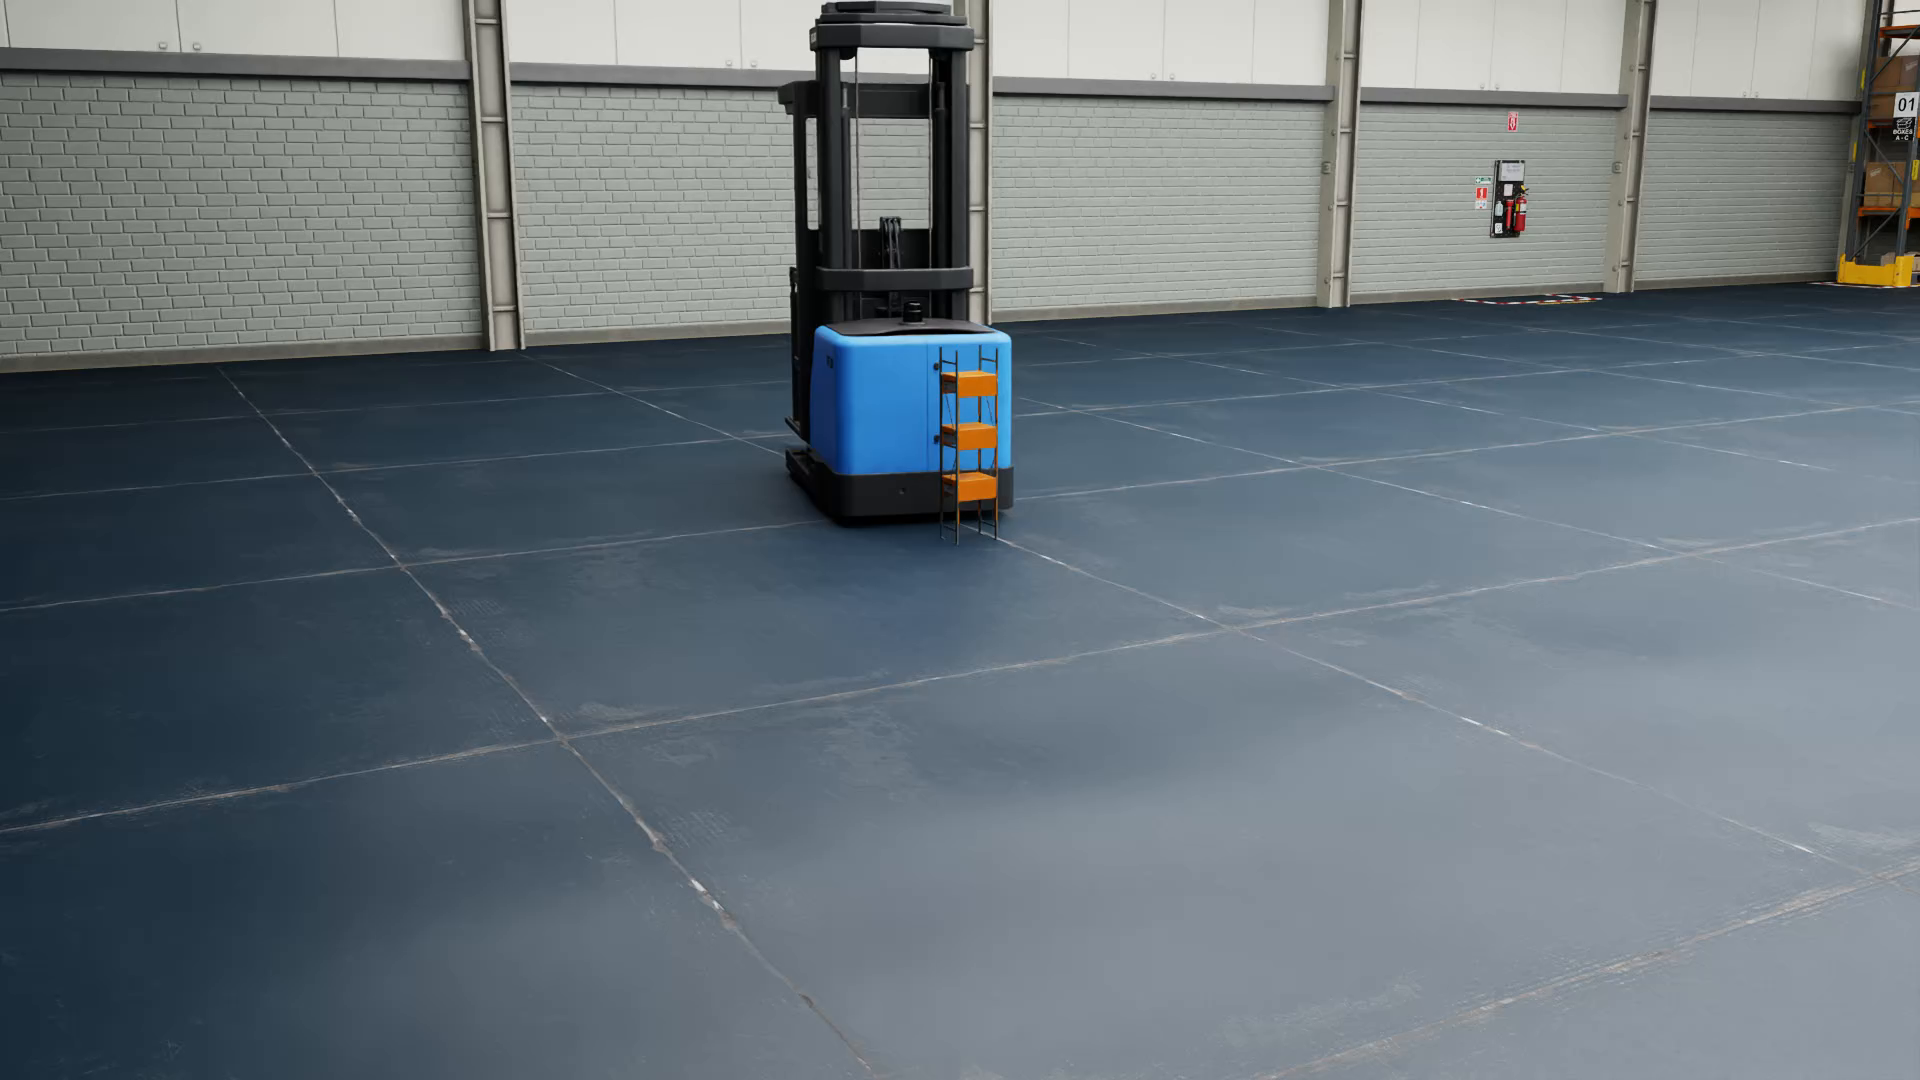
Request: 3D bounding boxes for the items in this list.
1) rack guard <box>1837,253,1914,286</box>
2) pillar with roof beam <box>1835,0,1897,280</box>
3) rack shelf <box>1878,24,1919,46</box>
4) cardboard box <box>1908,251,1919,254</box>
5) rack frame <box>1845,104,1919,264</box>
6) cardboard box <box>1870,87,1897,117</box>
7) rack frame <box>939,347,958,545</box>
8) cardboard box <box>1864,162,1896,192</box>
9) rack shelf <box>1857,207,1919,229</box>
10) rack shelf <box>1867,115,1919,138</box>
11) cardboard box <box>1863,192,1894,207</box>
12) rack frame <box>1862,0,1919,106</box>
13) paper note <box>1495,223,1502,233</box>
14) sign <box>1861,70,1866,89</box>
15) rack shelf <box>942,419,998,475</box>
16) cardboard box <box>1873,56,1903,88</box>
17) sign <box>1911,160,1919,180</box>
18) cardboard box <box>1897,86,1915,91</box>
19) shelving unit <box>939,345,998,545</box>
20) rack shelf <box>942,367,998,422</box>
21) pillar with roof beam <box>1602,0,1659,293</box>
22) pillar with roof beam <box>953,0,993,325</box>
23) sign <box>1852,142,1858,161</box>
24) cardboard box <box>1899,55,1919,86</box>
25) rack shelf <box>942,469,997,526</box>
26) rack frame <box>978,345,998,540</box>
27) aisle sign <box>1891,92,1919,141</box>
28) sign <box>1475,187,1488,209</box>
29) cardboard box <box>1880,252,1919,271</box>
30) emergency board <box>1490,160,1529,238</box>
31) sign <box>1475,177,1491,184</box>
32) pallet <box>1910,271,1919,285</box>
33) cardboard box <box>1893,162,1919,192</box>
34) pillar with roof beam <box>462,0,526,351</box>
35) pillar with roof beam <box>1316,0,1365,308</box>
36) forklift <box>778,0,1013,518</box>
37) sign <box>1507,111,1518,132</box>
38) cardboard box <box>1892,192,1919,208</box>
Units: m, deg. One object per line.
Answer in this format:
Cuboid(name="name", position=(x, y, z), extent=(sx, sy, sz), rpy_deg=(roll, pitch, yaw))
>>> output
Cuboid(name="rack guard", position=(15.829, -4.681, 28.769), extent=(0.348, 0.500, 1.175), rpy_deg=(-7, 14, -28))
Cuboid(name="pillar with roof beam", position=(18.025, -8.230, 25.182), extent=(0.400, 9.000, 9.100), rpy_deg=(-7, 14, -28))
Cuboid(name="rack shelf", position=(17.517, -8.677, 28.814), extent=(4.000, 0.370, 1.077), rpy_deg=(-7, 14, -28))
Cuboid(name="cardboard box", position=(16.913, -4.910, 29.218), extent=(0.500, 0.311, 0.500), rpy_deg=(-6, 14, -23))
Cuboid(name="rack frame", position=(15.762, -5.892, 28.459), extent=(0.127, 3.000, 1.000), rpy_deg=(-7, 14, -28))
Cuboid(name="cardboard box", position=(16.007, -7.507, 28.528), extent=(0.500, 0.500, 0.500), rpy_deg=(-6, 14, -24))
Cuboid(name="rack frame", position=(-0.060, -0.505, 8.962), extent=(0.008, 1.050, 0.200), rpy_deg=(-7, 14, -28))
Cuboid(name="cardboard box", position=(16.074, -6.285, 28.793), extent=(0.500, 0.500, 0.500), rpy_deg=(-7, 14, -28))
Cuboid(name="rack shelf", position=(17.517, -5.752, 29.473), extent=(4.000, 0.370, 1.077), rpy_deg=(-7, 14, -28))
Cuboid(name="rack shelf", position=(17.517, -7.215, 29.143), extent=(4.000, 0.370, 1.077), rpy_deg=(-7, 14, -28))
Cuboid(name="cardboard box", position=(16.079, -5.915, 28.857), extent=(0.500, 0.250, 0.500), rpy_deg=(-7, 14, -27))
Cuboid(name="rack frame", position=(15.762, -8.819, 27.800), extent=(0.127, 3.000, 1.000), rpy_deg=(-7, 14, -28))
Cuboid(name="paper note", position=(8.320, -4.814, 25.672), extent=(0.142, 0.148, 0.016), rpy_deg=(-7, 14, -28))
Cuboid(name="sign", position=(15.514, -7.897, 28.517), extent=(0.005, 0.325, 0.100), rpy_deg=(-7, 14, -28))
Cuboid(name="rack shelf", position=(0.047, -0.507, 9.021), extent=(0.240, 0.259, 0.215), rpy_deg=(-7, 14, -28))
Cuboid(name="cardboard box", position=(16.015, -7.998, 28.432), extent=(0.500, 0.500, 0.500), rpy_deg=(-6, 14, -25))
Cuboid(name="sign", position=(16.022, -6.210, 27.899), extent=(0.005, 0.325, 0.100), rpy_deg=(-7, 14, -28))
Cuboid(name="cardboard box", position=(16.175, -7.401, 28.058), extent=(0.500, 0.500, 0.500), rpy_deg=(-6, 14, -26))
Cuboid(name="shelving unit", position=(0.047, -0.518, 9.019), extent=(0.252, 1.050, 0.215), rpy_deg=(-7, 14, -28))
Cuboid(name="rack shelf", position=(0.047, -0.784, 8.959), extent=(0.240, 0.259, 0.215), rpy_deg=(-7, 14, -28))
Cuboid(name="pillar with roof beam", position=(12.758, -7.598, 22.377), extent=(0.400, 9.000, 9.100), rpy_deg=(-7, 14, -28))
Cuboid(name="pillar with roof beam", position=(2.225, -6.336, 16.767), extent=(0.400, 9.000, 9.100), rpy_deg=(-7, 14, -28))
Cuboid(name="sign", position=(15.514, -6.720, 28.782), extent=(0.005, 0.325, 0.100), rpy_deg=(-7, 14, -28))
Cuboid(name="cardboard box", position=(16.216, -7.896, 27.979), extent=(0.500, 0.500, 0.500), rpy_deg=(-8, 15, -32))
Cuboid(name="rack shelf", position=(0.047, -0.236, 9.082), extent=(0.240, 0.259, 0.215), rpy_deg=(-7, 14, -28))
Cuboid(name="rack frame", position=(0.154, -0.531, 9.076), extent=(0.008, 1.050, 0.200), rpy_deg=(-7, 14, -28))
Cuboid(name="aisle sign", position=(15.843, -7.095, 27.883), extent=(0.004, 0.787, 0.394), rpy_deg=(-7, 14, -28))
Cuboid(name="sign", position=(7.973, -5.228, 25.425), extent=(0.234, 0.329, 0.001), rpy_deg=(-7, 14, -28))
Cuboid(name="cardboard box", position=(16.412, -4.850, 28.952), extent=(0.500, 0.311, 0.500), rpy_deg=(-9, 15, -34))
Cuboid(name="emergency board", position=(8.508, -5.249, 25.599), extent=(0.643, 1.169, 0.194), rpy_deg=(-7, 14, -28))
Cuboid(name="sign", position=(7.982, -5.485, 25.362), extent=(0.331, 0.109, 0.001), rpy_deg=(-7, 14, -28))
Cuboid(name="pallet", position=(16.559, -4.618, 29.150), extent=(1.213, 0.211, 1.003), rpy_deg=(-7, 14, -28))
Cuboid(name="cardboard box", position=(16.325, -6.187, 28.356), extent=(0.500, 0.500, 0.500), rpy_deg=(-7, 14, -28))
Cuboid(name="pillar with roof beam", position=(-3.041, -5.705, 13.963), extent=(0.400, 9.000, 9.100), rpy_deg=(-7, 14, -28))
Cuboid(name="pillar with roof beam", position=(7.492, -6.967, 19.572), extent=(0.400, 9.000, 9.100), rpy_deg=(-7, 14, -28))
Cuboid(name="forklift", position=(-0.536, -1.835, 10.589), extent=(1.130, 2.935, 3.031), rpy_deg=(-3, 13, -13))
Cuboid(name="sign", position=(8.453, -6.398, 25.426), extent=(0.199, 0.298, 0.001), rpy_deg=(-7, 14, -28))
Cuboid(name="cardboard box", position=(16.342, -5.819, 28.429), extent=(0.500, 0.250, 0.500), rpy_deg=(-7, 15, -29))
